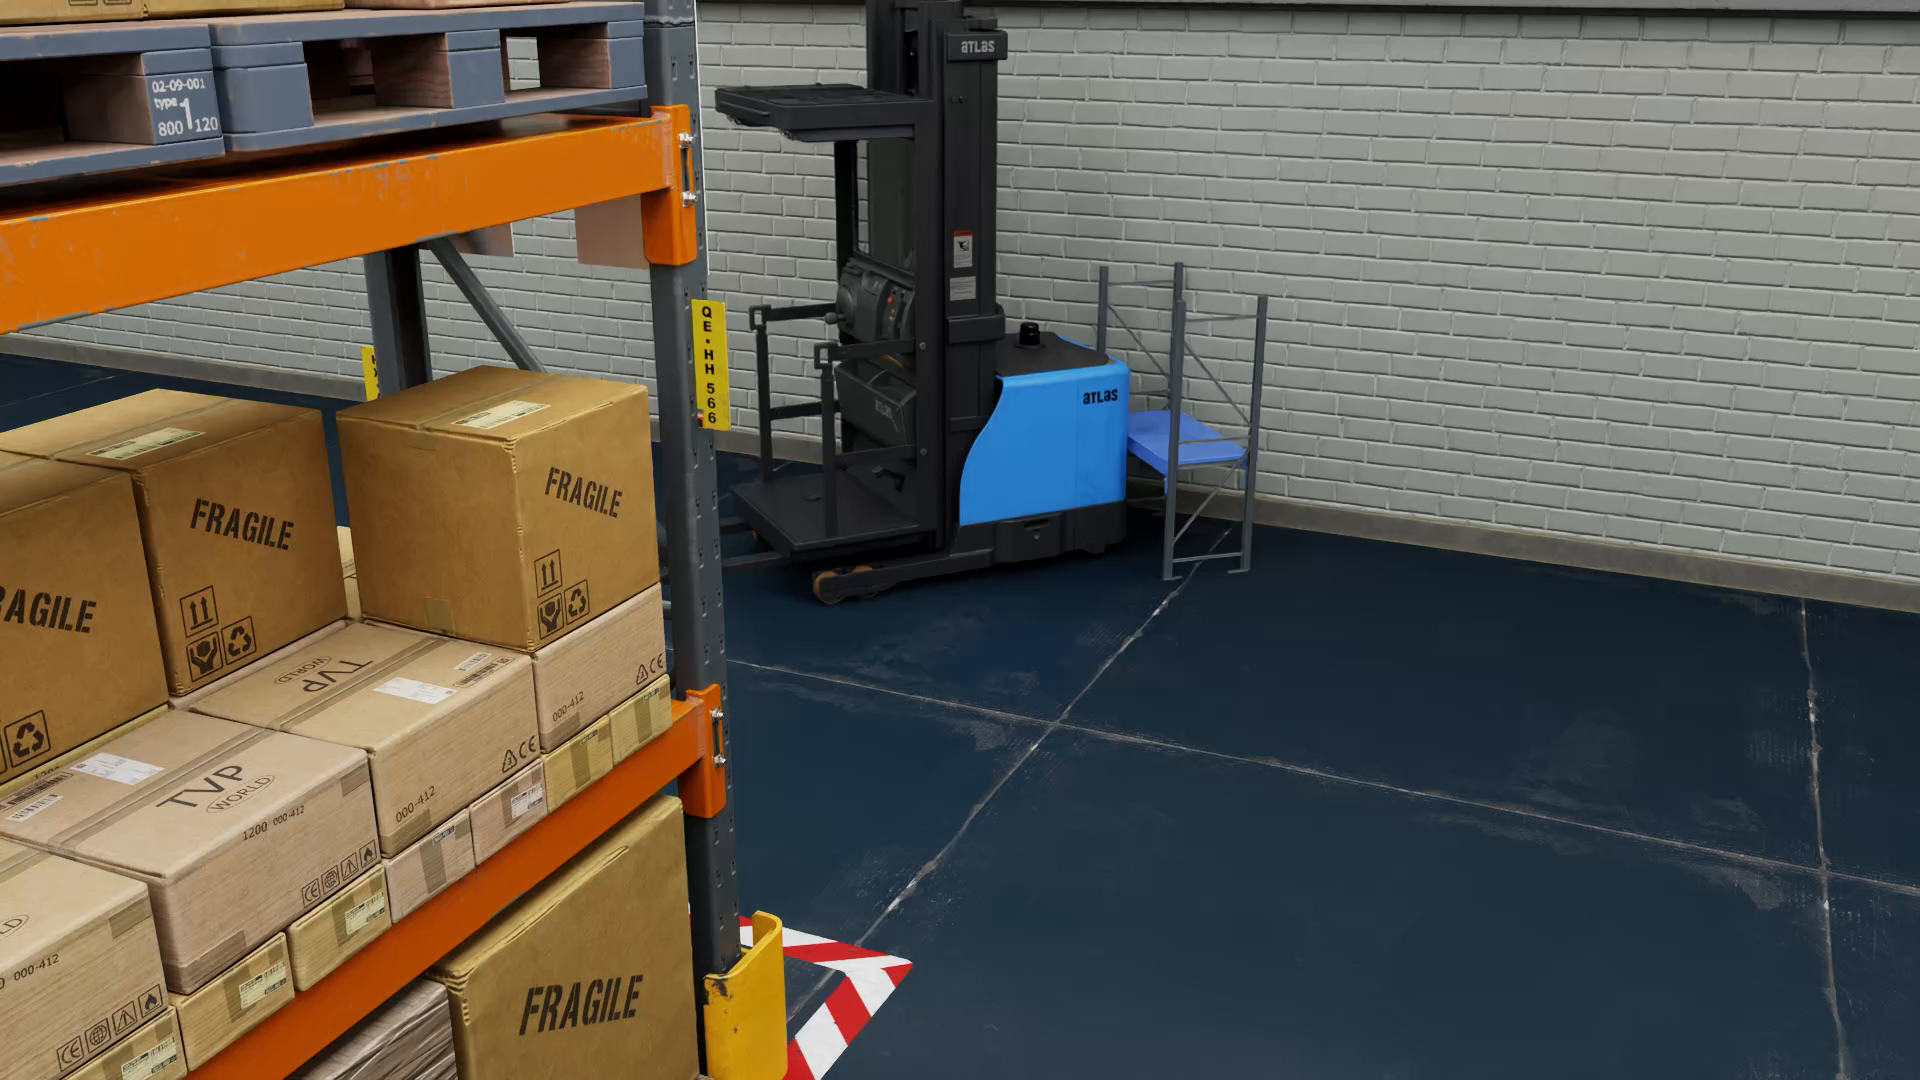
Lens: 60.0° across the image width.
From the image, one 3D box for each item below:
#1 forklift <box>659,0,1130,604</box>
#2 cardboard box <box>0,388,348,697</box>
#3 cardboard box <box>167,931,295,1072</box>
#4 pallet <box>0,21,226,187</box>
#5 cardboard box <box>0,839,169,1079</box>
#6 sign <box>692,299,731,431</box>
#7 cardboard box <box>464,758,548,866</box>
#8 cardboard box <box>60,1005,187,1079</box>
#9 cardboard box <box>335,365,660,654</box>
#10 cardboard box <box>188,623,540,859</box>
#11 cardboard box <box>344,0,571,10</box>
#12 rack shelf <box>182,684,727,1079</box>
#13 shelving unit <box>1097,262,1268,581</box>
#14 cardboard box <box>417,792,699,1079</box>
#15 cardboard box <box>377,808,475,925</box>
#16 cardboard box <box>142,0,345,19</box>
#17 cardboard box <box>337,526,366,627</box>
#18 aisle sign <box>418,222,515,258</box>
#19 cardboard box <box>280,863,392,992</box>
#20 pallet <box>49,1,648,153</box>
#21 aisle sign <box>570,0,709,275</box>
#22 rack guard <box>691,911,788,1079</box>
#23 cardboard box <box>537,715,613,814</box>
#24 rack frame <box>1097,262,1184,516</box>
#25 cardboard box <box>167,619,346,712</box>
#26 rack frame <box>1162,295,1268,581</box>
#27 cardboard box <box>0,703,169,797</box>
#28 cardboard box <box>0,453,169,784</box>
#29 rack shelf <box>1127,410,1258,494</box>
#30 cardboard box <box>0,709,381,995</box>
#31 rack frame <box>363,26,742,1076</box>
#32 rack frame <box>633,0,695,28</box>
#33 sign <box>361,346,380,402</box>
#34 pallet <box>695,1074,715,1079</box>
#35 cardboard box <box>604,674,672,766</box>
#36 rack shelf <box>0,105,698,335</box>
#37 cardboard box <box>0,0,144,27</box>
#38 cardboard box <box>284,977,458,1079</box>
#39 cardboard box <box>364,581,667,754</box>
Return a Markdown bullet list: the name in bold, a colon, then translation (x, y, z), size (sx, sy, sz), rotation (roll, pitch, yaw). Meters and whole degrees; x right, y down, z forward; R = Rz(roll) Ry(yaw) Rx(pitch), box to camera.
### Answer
- **forklift**: translation (-0.627, -1.252, 8.615), size (3.031, 2.935, 1.130), rotation (-9, 21, -24)
- **cardboard box**: translation (-1.757, -0.014, 3.693), size (0.500, 0.500, 0.500), rotation (8, 21, 21)
- **cardboard box**: translation (-1.477, 0.810, 3.089), size (0.380, 0.149, 0.250), rotation (9, 21, 23)
- **pallet**: translation (-1.902, -0.623, 2.400), size (1.003, 0.211, 1.213), rotation (9, 21, 23)
- **cardboard box**: translation (-1.692, 0.732, 2.715), size (0.500, 0.250, 0.500), rotation (9, 21, 23)
- **sign**: translation (-0.620, -0.432, 4.126), size (0.100, 0.325, 0.005), rotation (9, 21, 23)
- **cardboard box**: translation (-1.164, 0.575, 3.750), size (0.380, 0.149, 0.250), rotation (9, 21, 23)
- **cardboard box**: translation (-1.581, 0.886, 2.876), size (0.380, 0.149, 0.250), rotation (9, 21, 24)
- **cardboard box**: translation (-1.069, -0.092, 3.911), size (0.500, 0.500, 0.500), rotation (9, 21, 23)
- **cardboard box**: translation (-1.274, 0.416, 3.602), size (0.500, 0.250, 0.500), rotation (8, 21, 22)
- **cardboard box**: translation (-1.273, -1.393, 3.507), size (0.700, 0.500, 0.500), rotation (7, 21, 19)
- **rack shelf**: translation (-1.928, 1.096, 2.983), size (1.077, 0.370, 4.000), rotation (9, 21, 23)
- **shelving unit**: translation (1.172, -0.680, 9.136), size (0.538, 1.500, 1.048), rotation (-6, 20, -17)
- **cardboard box**: translation (-1.298, 1.156, 4.286), size (0.875, 0.875, 0.875), rotation (9, 21, 23)
- **cardboard box**: translation (-1.267, 0.651, 3.536), size (0.380, 0.149, 0.250), rotation (9, 21, 24)
- **cardboard box**: translation (-1.614, -1.237, 3.070), size (0.700, 0.500, 0.500), rotation (8, 21, 21)
- **cardboard box**: translation (-1.552, 0.186, 4.248), size (0.500, 0.250, 0.500), rotation (8, 21, 21)
- **aisle sign**: translation (-1.354, -1.142, 4.323), size (0.394, 0.787, 0.004), rotation (9, 21, 23)
- **cardboard box**: translation (-1.372, 0.731, 3.312), size (0.380, 0.149, 0.250), rotation (8, 21, 21)
- **pallet**: translation (-1.404, -0.997, 3.452), size (1.003, 0.211, 1.213), rotation (9, 21, 23)
- **aisle sign**: translation (-0.806, -1.060, 4.092), size (0.394, 0.787, 0.004), rotation (9, 21, 23)
- **rack guard**: translation (-1.100, 1.316, 5.021), size (1.175, 0.500, 0.348), rotation (9, 21, 23)
- **cardboard box**: translation (-1.060, 0.498, 3.966), size (0.380, 0.149, 0.250), rotation (9, 21, 23)
- **rack frame**: translation (1.018, -0.842, 9.592), size (0.500, 1.500, 0.032), rotation (-6, 20, -17)
- **cardboard box**: translation (-1.759, 0.346, 3.799), size (0.500, 0.250, 0.500), rotation (8, 21, 22)
- **rack frame**: translation (1.326, -0.517, 8.679), size (0.500, 1.500, 0.032), rotation (-6, 20, -17)
- **cardboard box**: translation (-1.968, 0.499, 3.368), size (0.500, 0.250, 0.500), rotation (8, 21, 21)
- **cardboard box**: translation (-1.964, 0.145, 3.245), size (0.500, 0.500, 0.500), rotation (8, 21, 21)
- **rack shelf**: translation (1.170, -0.510, 9.196), size (0.538, 0.185, 1.000), rotation (-6, 20, -17)
- **cardboard box**: translation (-1.482, 0.572, 3.164), size (0.500, 0.250, 0.500), rotation (8, 21, 21)
- **rack frame**: translation (-1.109, 0.146, 4.581), size (1.000, 3.000, 0.127), rotation (9, 21, 23)
- **rack frame**: translation (-1.109, -2.680, 3.576), size (1.000, 3.000, 0.127), rotation (9, 21, 23)
- **sign**: translation (-1.613, -0.377, 4.642), size (0.100, 0.325, 0.005), rotation (9, 21, 23)
- **pallet**: translation (-1.365, 1.715, 4.331), size (1.003, 0.211, 1.213), rotation (9, 21, 23)
- **cardboard box**: translation (-0.955, 0.418, 4.190), size (0.380, 0.149, 0.250), rotation (9, 21, 24)
- **rack shelf**: translation (-1.928, -0.317, 2.480), size (1.077, 0.370, 4.000), rotation (9, 21, 23)
- **cardboard box**: translation (-1.781, -1.073, 2.607), size (0.700, 0.500, 0.500), rotation (7, 21, 19)
- **cardboard box**: translation (-1.671, 1.434, 3.504), size (0.875, 0.875, 0.875), rotation (9, 21, 23)
- **cardboard box**: translation (-1.066, 0.261, 4.038), size (0.500, 0.250, 0.500), rotation (8, 21, 22)
